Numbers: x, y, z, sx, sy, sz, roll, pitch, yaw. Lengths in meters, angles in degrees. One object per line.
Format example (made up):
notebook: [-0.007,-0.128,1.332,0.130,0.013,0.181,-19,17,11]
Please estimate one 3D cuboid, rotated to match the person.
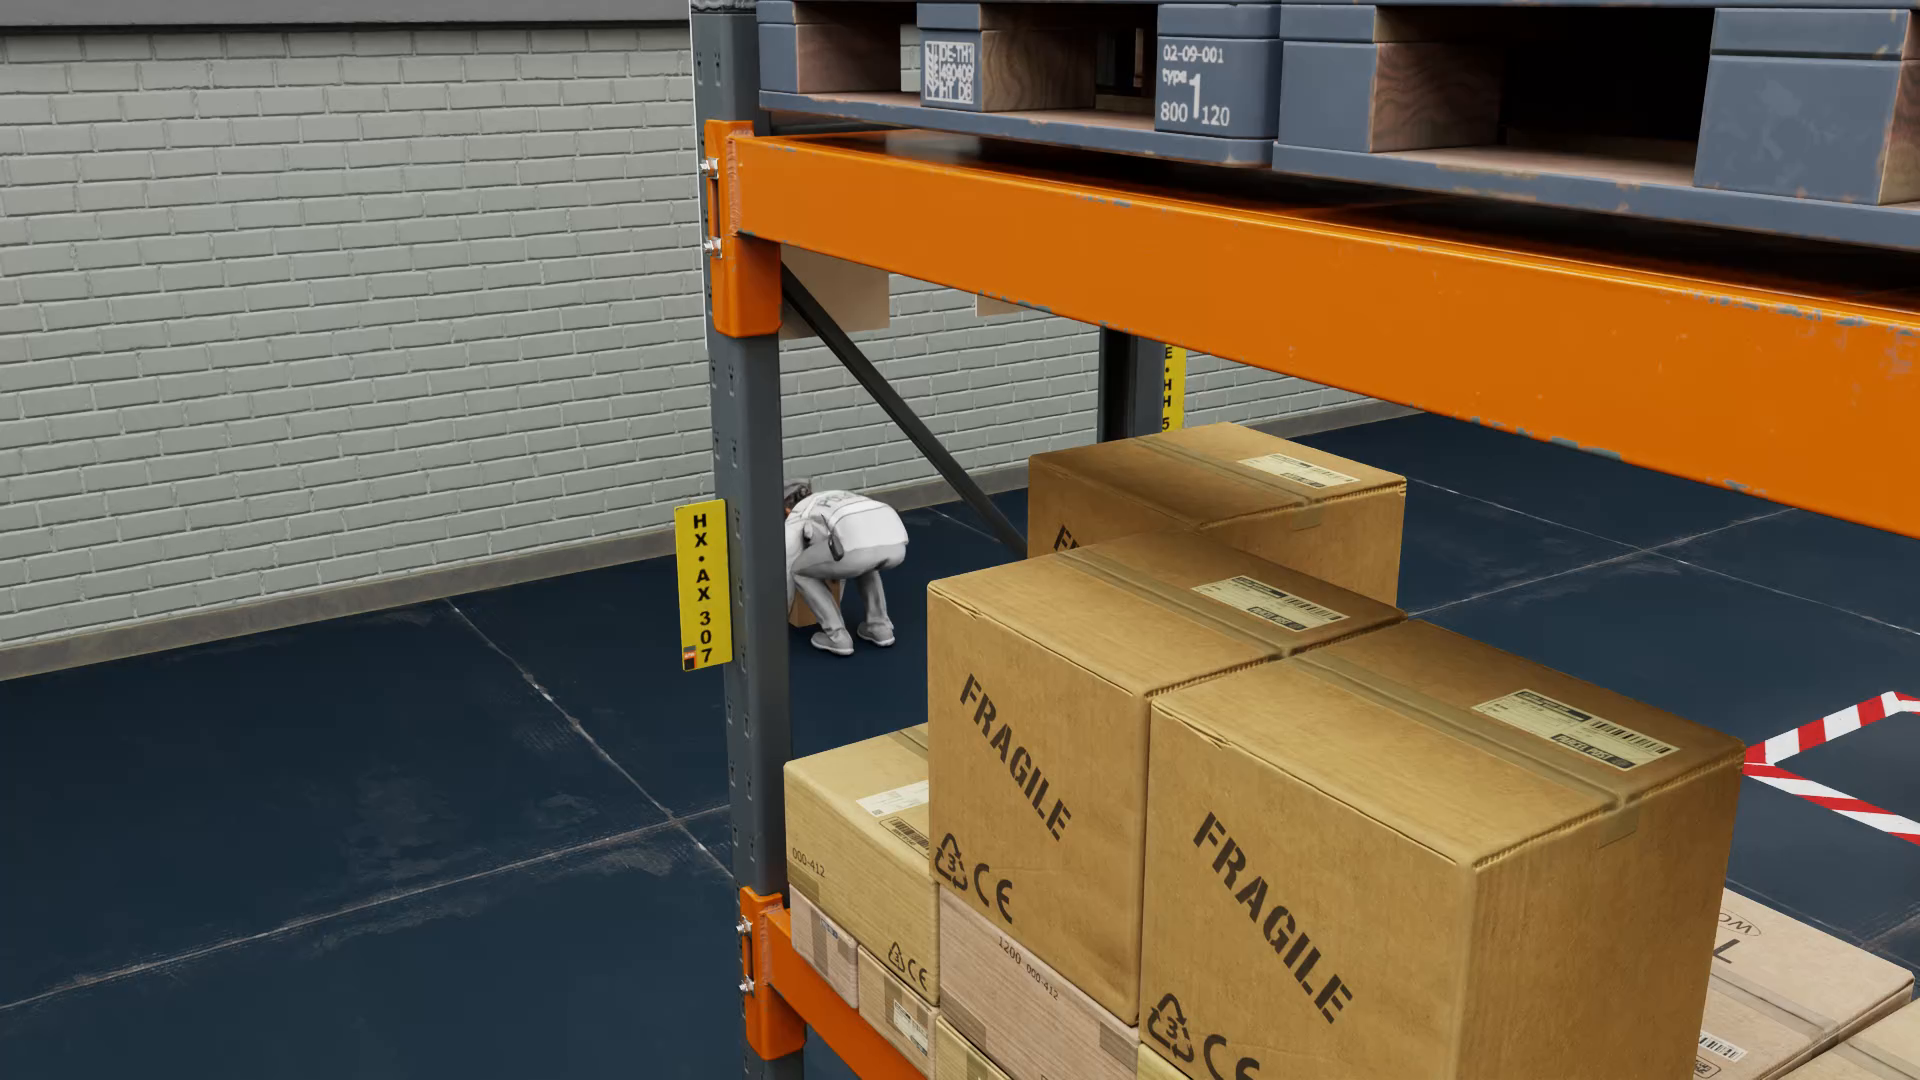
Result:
person: [-0.615,0.125,8.172,0.458,0.760,0.914,-12,22,-33]
